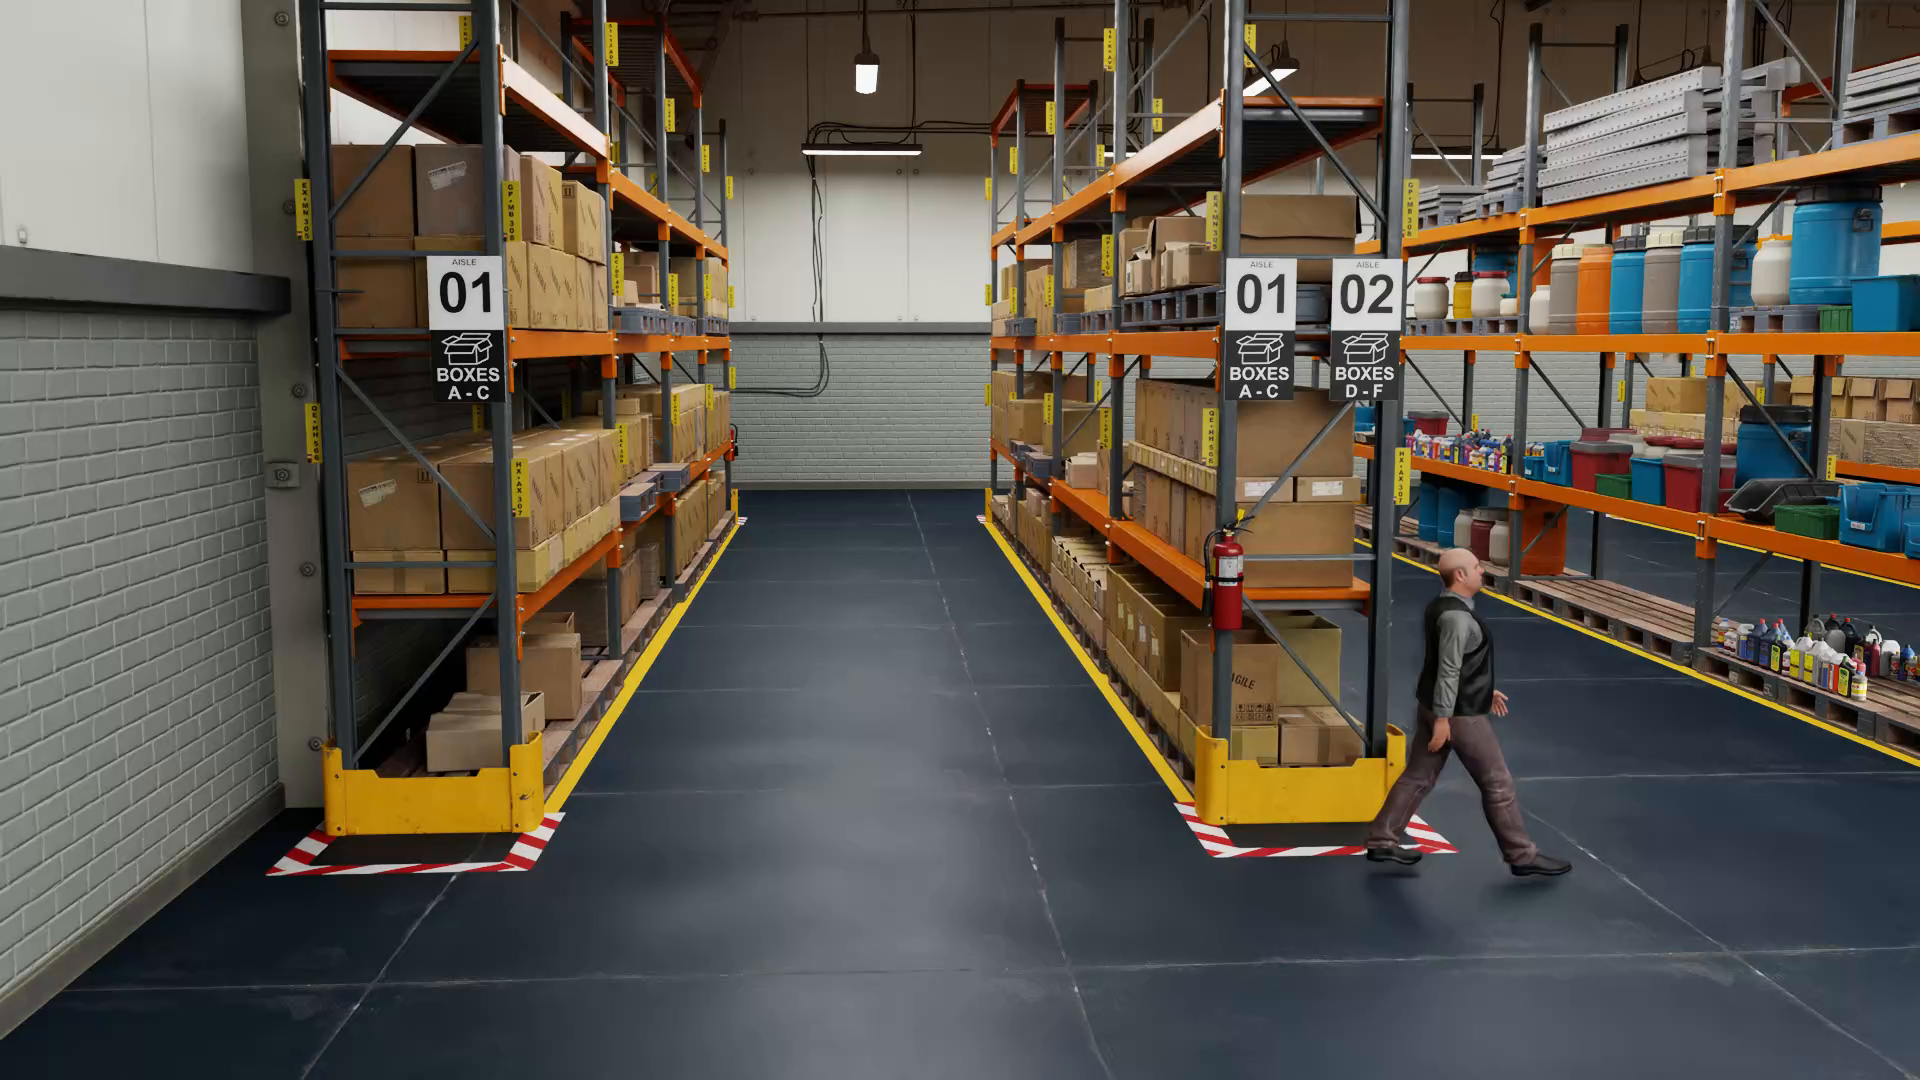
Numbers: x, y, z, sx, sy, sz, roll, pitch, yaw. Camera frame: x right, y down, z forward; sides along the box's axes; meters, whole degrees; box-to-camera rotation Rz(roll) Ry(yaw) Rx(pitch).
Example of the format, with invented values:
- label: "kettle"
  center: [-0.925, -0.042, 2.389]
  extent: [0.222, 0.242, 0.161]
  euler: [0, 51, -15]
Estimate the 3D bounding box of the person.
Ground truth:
- label: "person"
  center: [2.607, 0.866, 8.535]
  extent: [1.022, 1.663, 0.575]
  euler: [0, 7, 0]
